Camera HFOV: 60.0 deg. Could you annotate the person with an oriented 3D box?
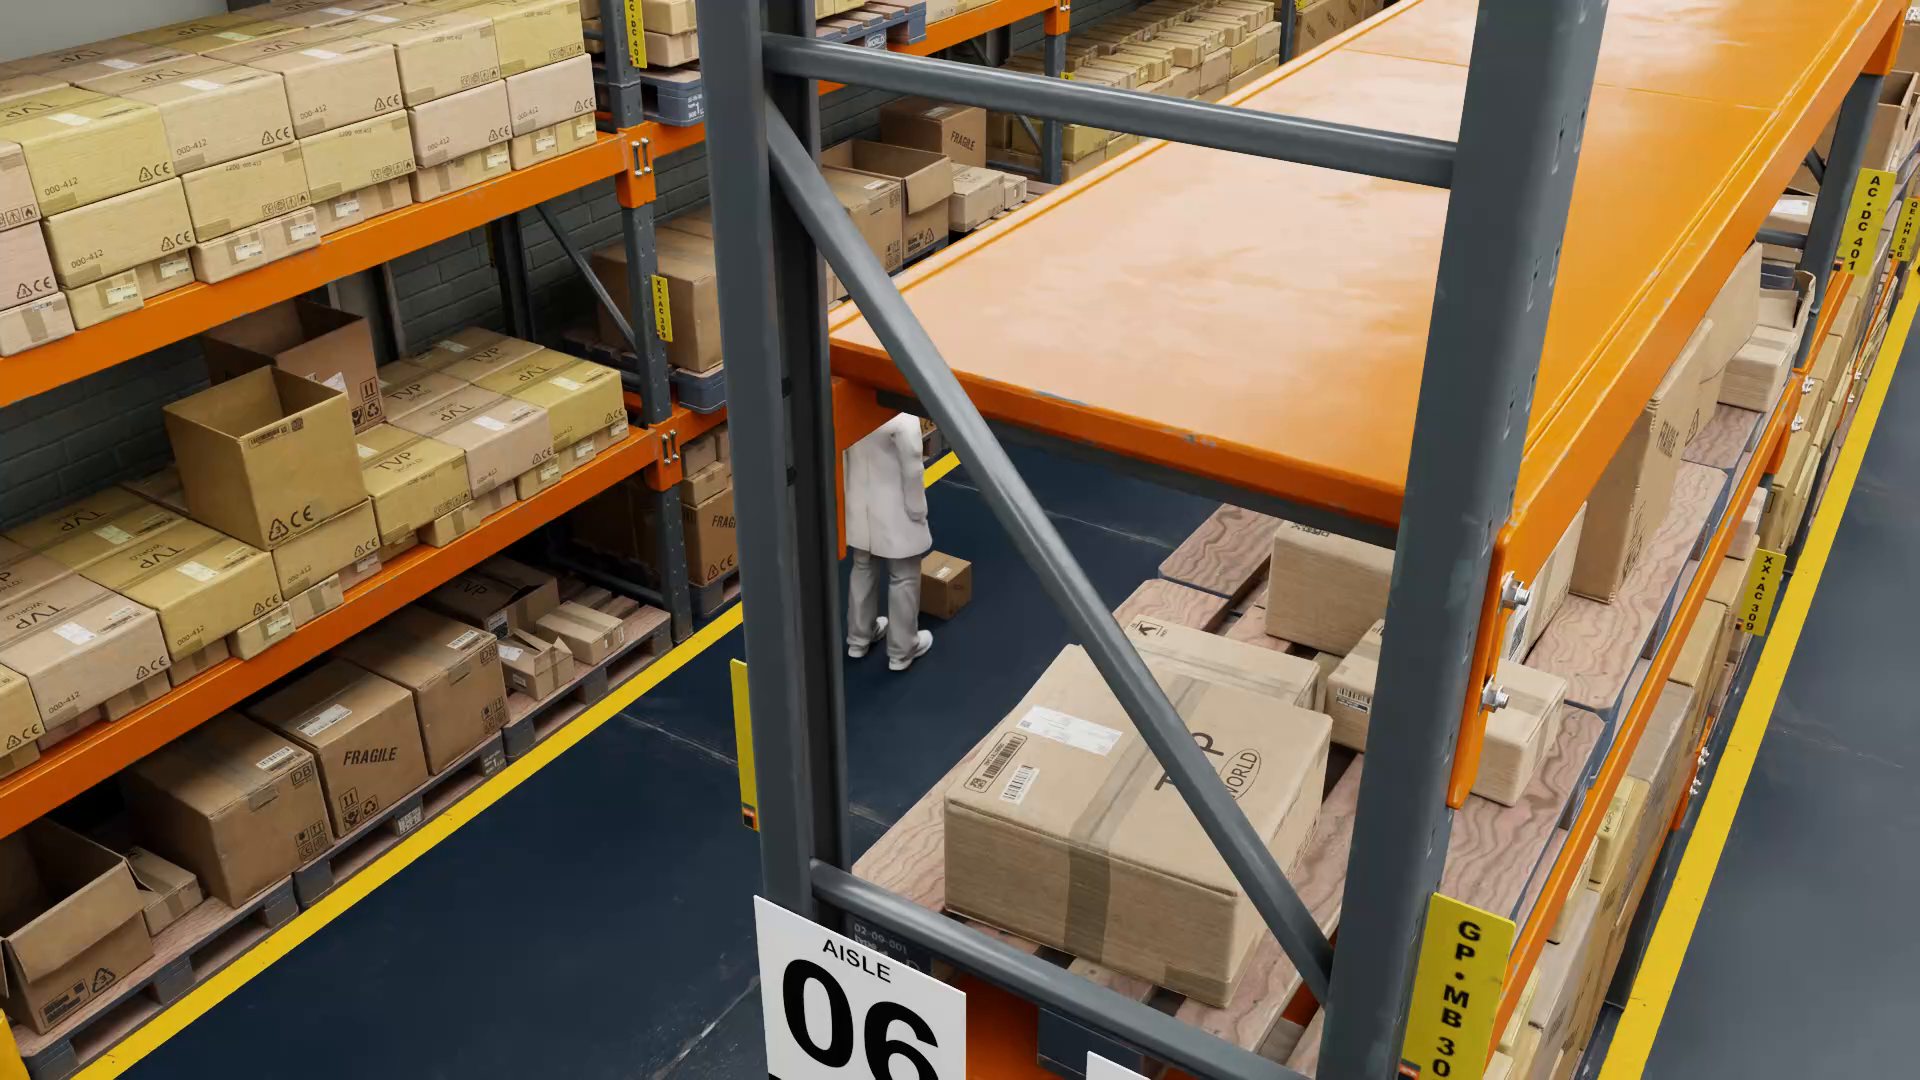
[{"bbox_3d":[-0.396,-0.189,8.535,0.558,1.779,0.390,18,34,28],"label":"person"}]
